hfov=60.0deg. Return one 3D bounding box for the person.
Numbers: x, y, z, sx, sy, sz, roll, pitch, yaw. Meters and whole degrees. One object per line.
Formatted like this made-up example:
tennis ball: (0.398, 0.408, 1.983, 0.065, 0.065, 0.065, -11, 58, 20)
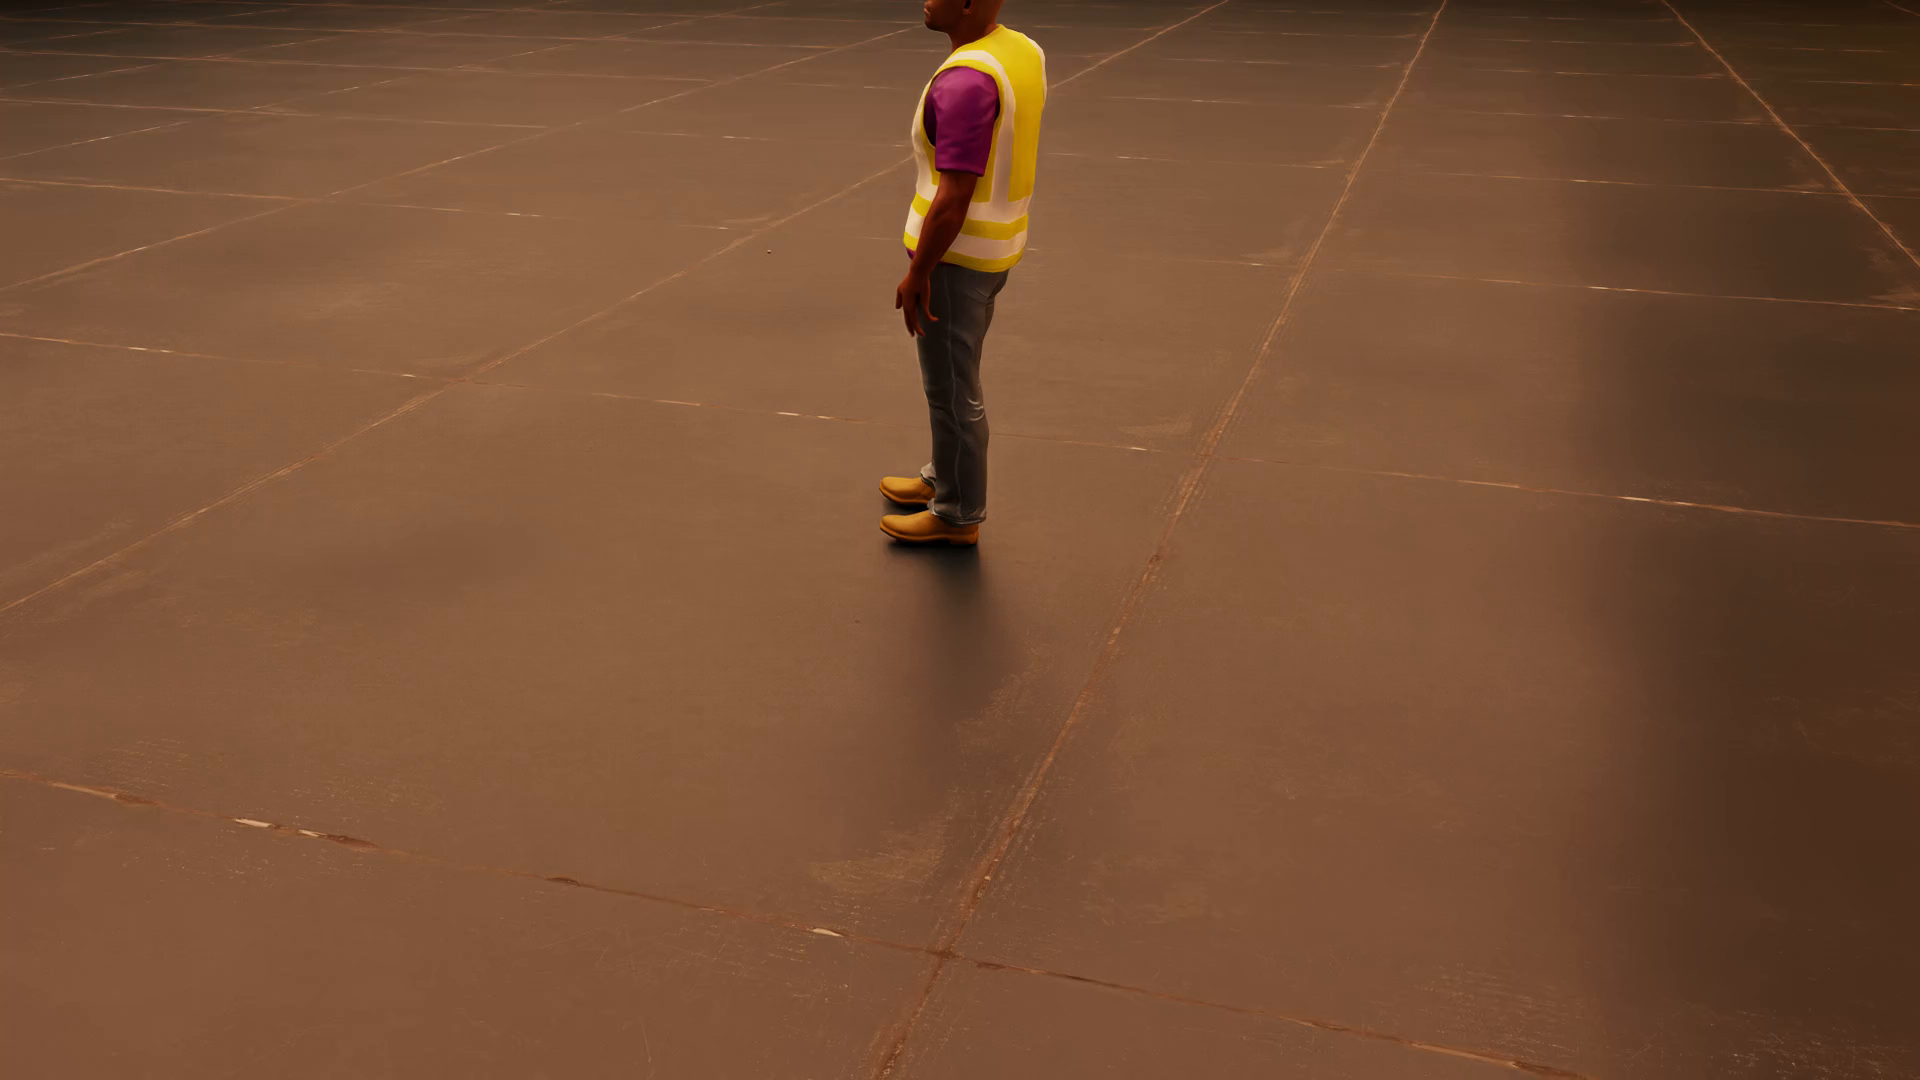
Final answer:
person: (-0.065, -0.833, 4.805, 0.575, 1.768, 0.665, 7, 23, 16)
